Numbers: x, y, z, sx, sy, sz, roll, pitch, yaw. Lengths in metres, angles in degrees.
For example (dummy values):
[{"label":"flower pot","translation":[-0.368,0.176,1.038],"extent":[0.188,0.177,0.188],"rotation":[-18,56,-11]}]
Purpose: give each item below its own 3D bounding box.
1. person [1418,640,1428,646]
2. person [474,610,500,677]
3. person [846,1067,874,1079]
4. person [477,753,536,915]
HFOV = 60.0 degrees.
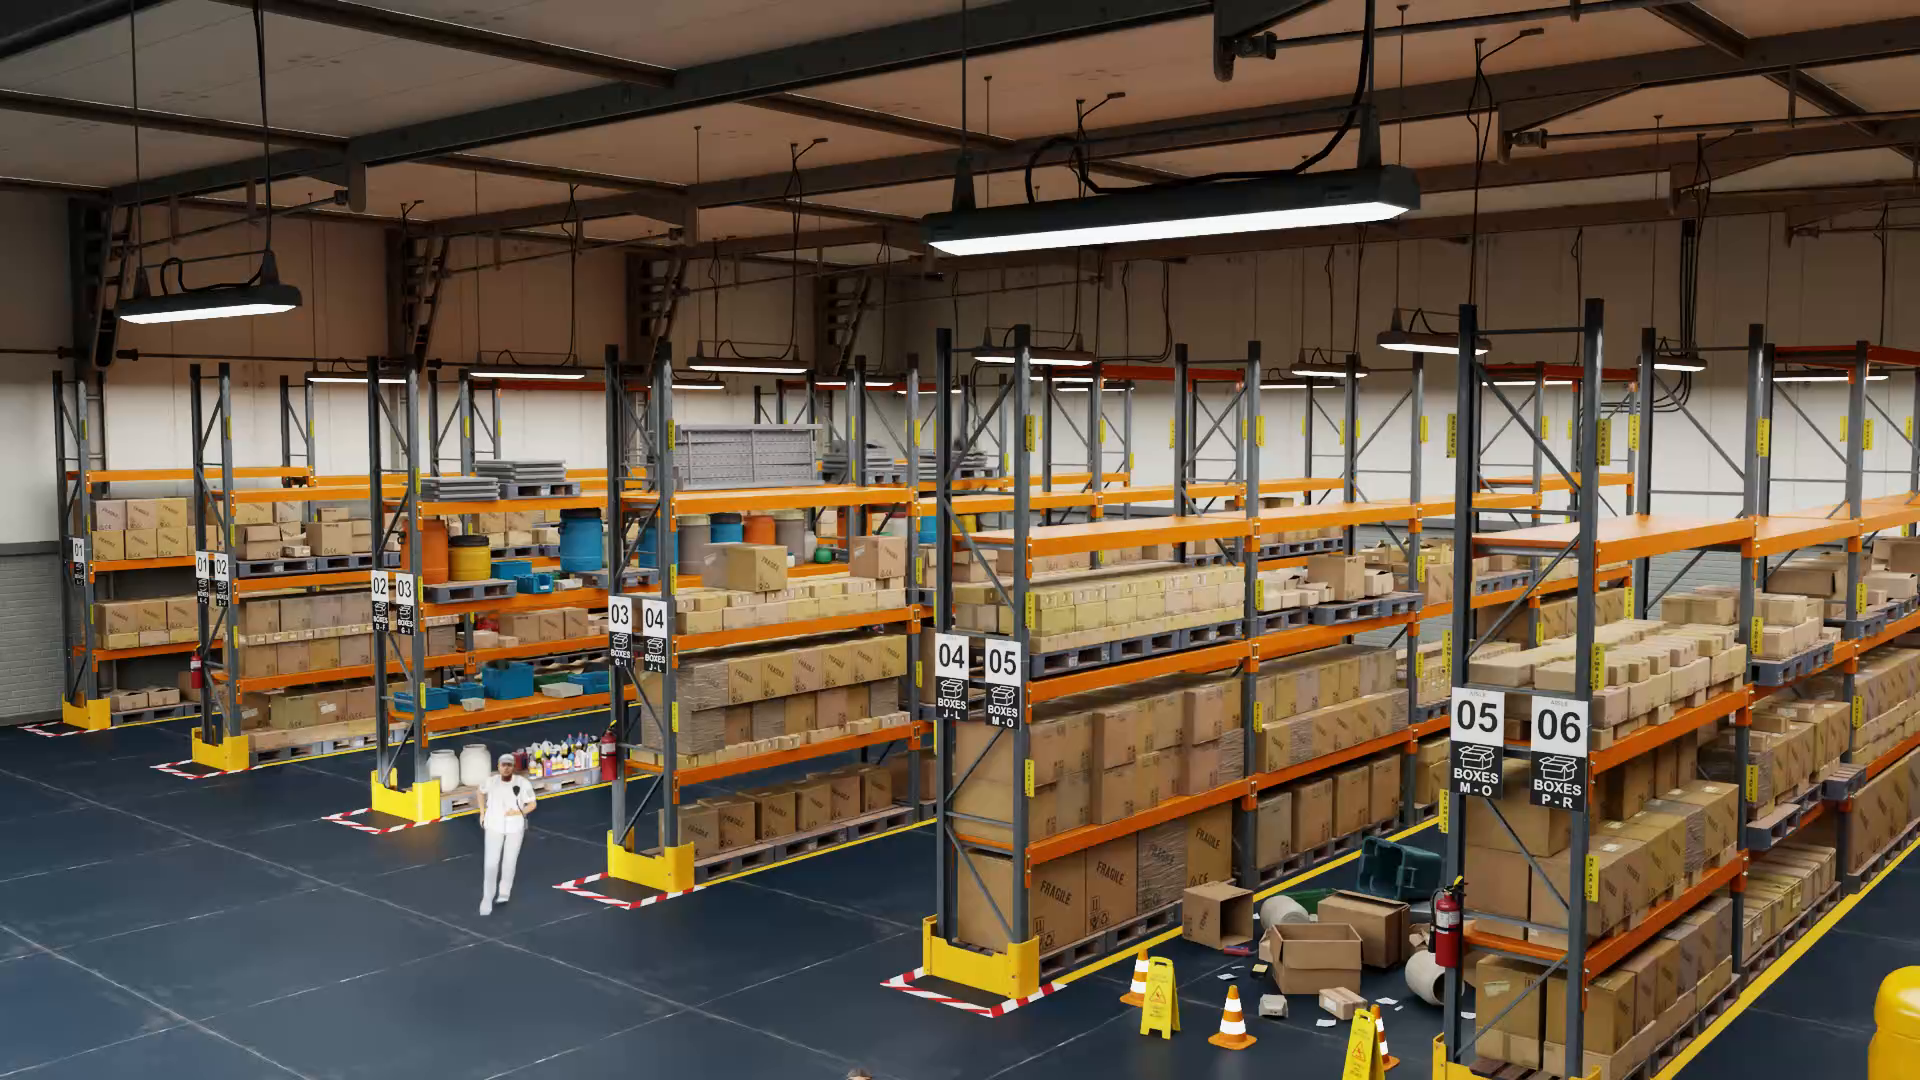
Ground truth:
[{"label":"person","translation":[7.420,2.416,26.662],"extent":[0.575,1.654,0.664],"rotation":[-4,6,-43]},{"label":"person","translation":[-8.760,2.107,30.817],"extent":[0.653,1.700,0.647],"rotation":[3,5,35]},{"label":"person","translation":[-0.561,3.711,9.210],"extent":[0.608,1.621,0.649],"rotation":[0,4,-5]},{"label":"person","translation":[-4.778,3.084,17.546],"extent":[0.606,1.687,0.630],"rotation":[-1,4,-15]}]
